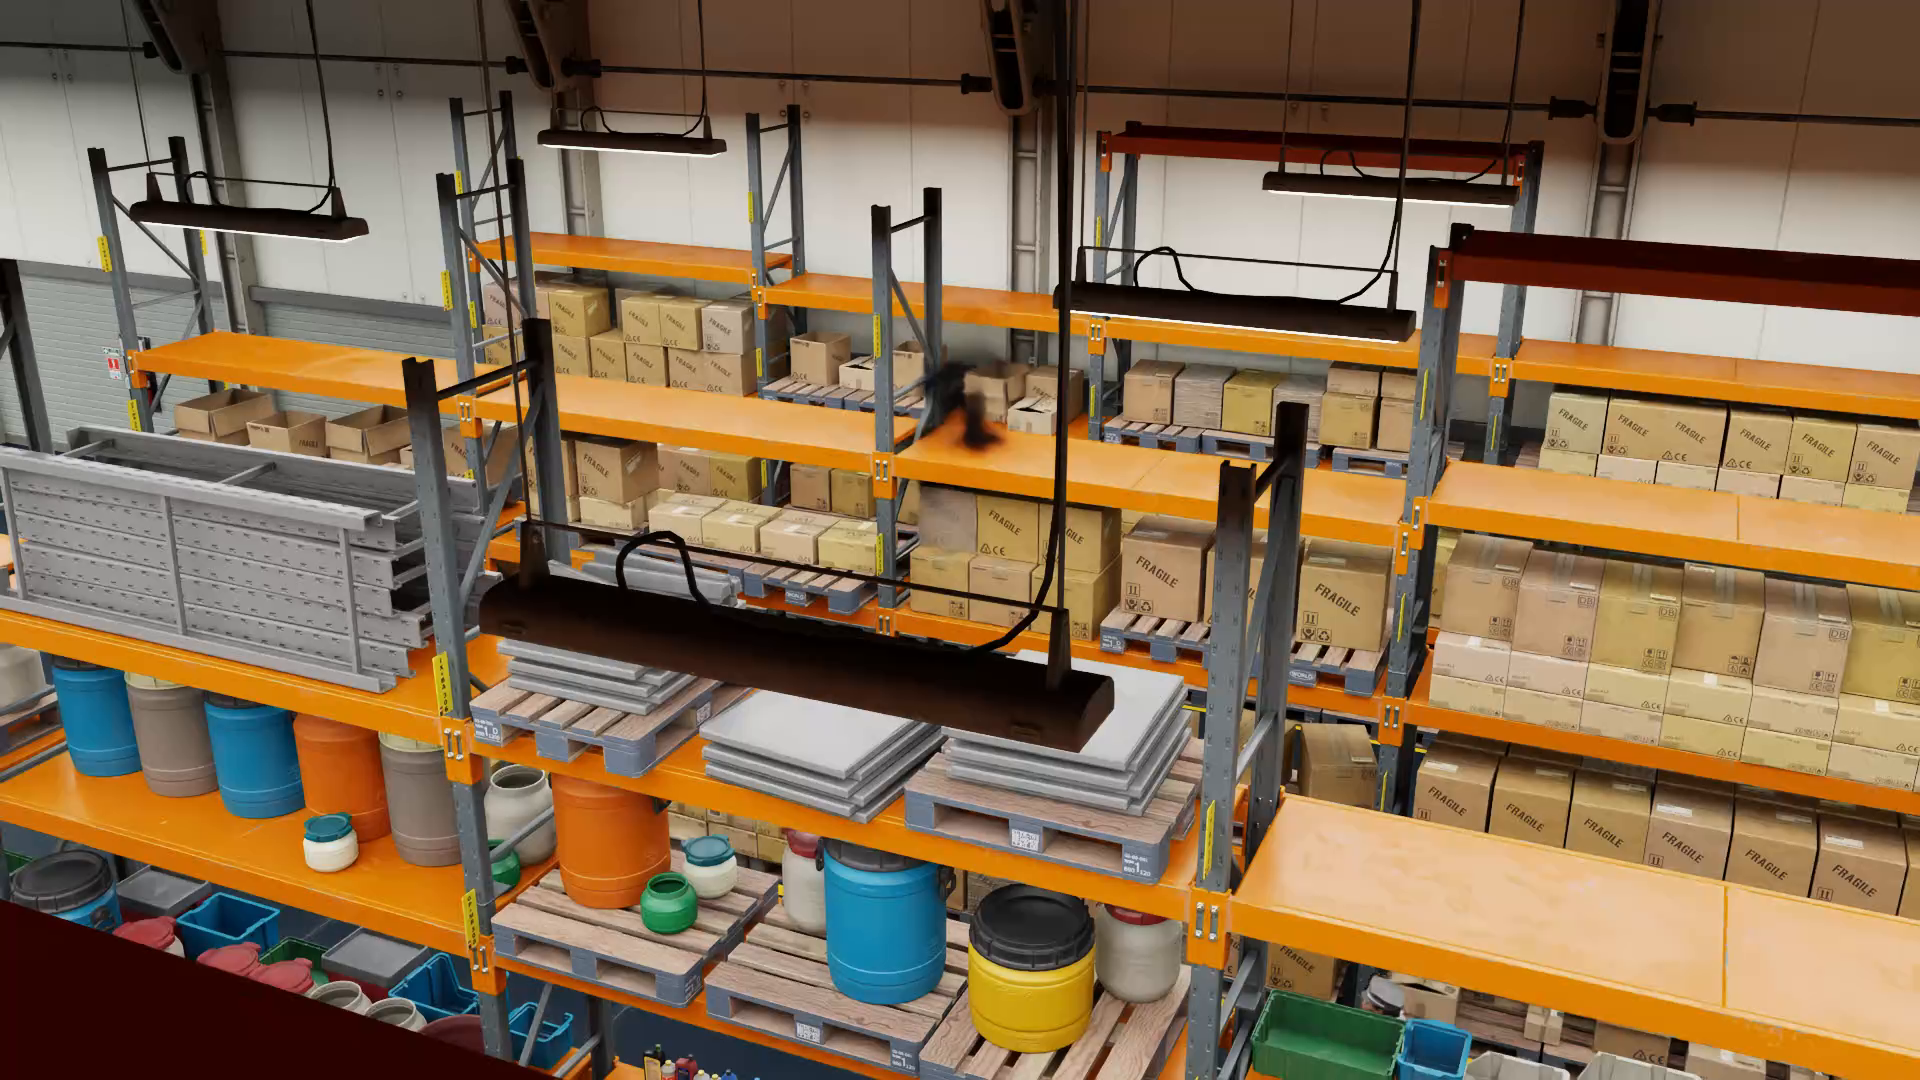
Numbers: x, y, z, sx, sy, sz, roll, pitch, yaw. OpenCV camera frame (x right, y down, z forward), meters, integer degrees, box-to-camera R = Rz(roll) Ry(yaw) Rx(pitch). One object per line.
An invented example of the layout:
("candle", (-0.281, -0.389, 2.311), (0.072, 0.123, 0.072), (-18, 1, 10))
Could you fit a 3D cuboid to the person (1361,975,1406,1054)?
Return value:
("person", (2.829, 3.599, 10.822), (0.670, 1.629, 0.596), (9, 22, 22))
